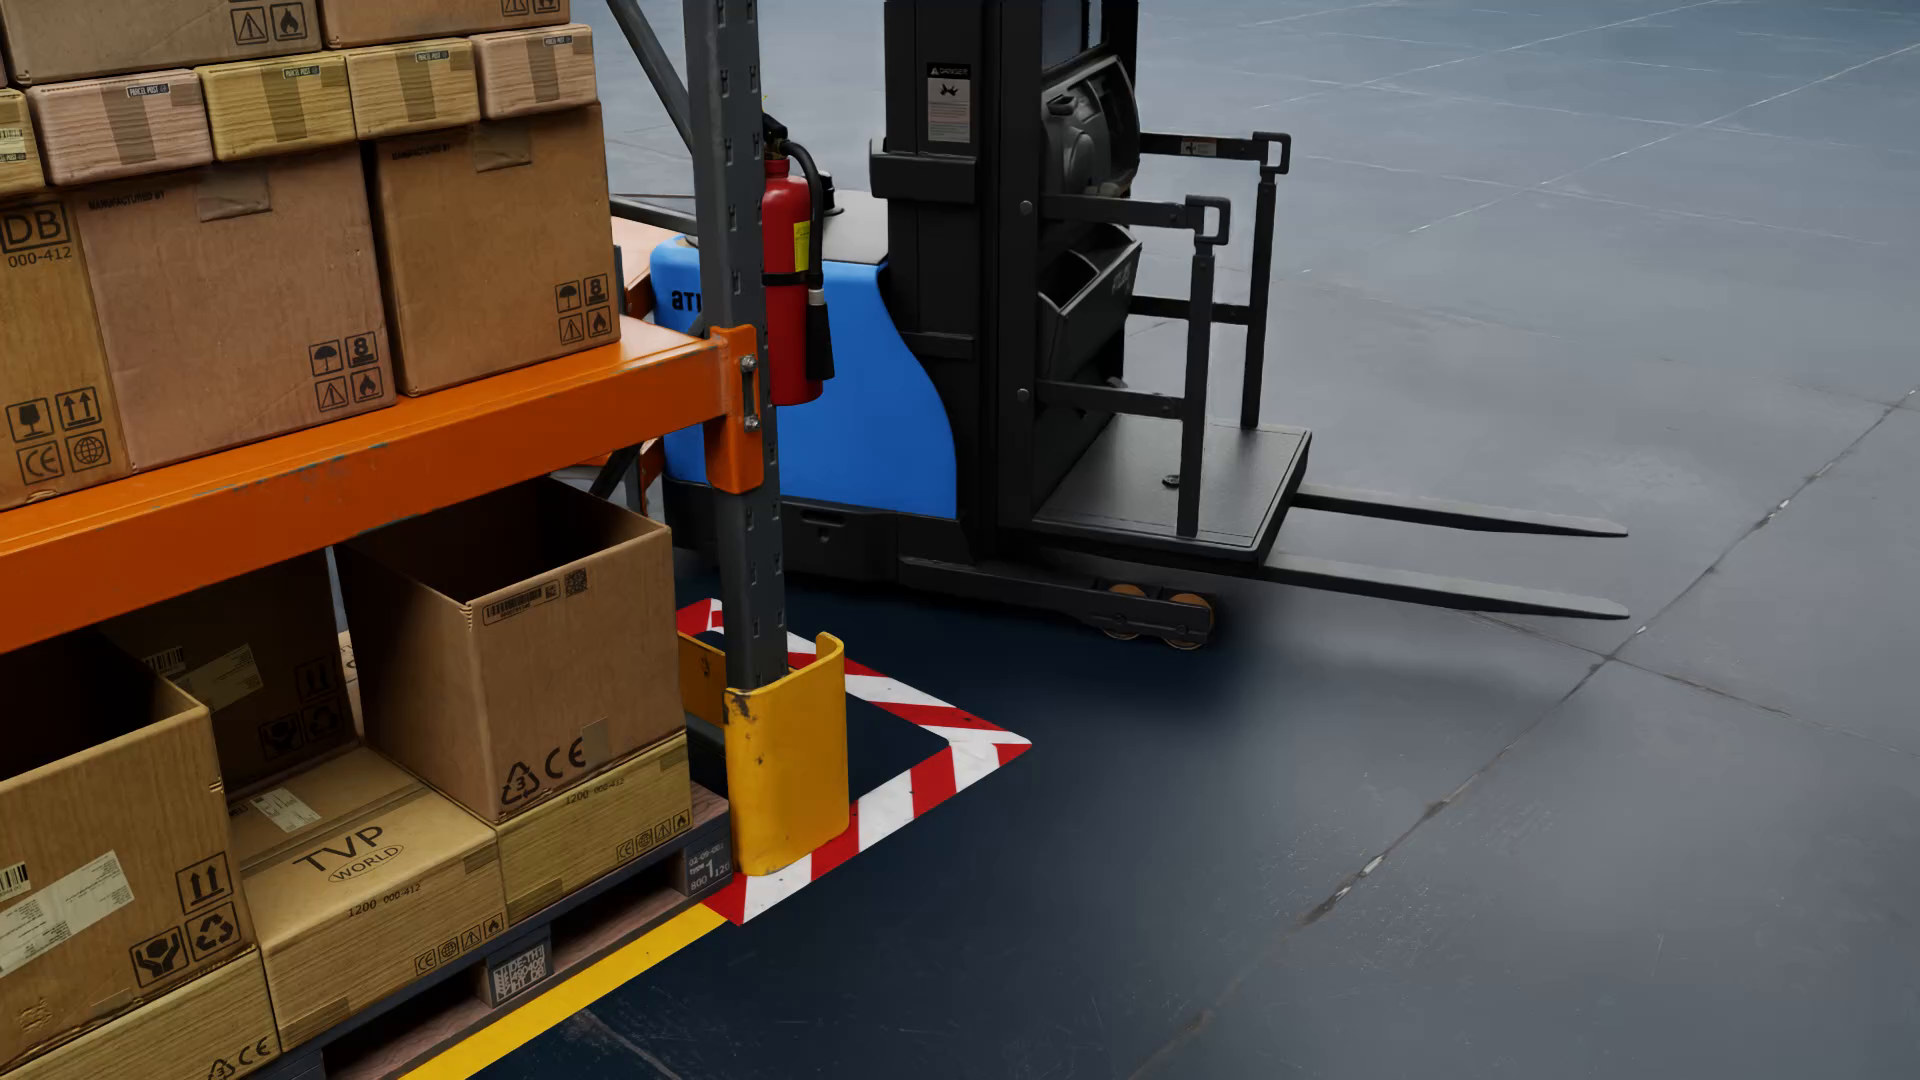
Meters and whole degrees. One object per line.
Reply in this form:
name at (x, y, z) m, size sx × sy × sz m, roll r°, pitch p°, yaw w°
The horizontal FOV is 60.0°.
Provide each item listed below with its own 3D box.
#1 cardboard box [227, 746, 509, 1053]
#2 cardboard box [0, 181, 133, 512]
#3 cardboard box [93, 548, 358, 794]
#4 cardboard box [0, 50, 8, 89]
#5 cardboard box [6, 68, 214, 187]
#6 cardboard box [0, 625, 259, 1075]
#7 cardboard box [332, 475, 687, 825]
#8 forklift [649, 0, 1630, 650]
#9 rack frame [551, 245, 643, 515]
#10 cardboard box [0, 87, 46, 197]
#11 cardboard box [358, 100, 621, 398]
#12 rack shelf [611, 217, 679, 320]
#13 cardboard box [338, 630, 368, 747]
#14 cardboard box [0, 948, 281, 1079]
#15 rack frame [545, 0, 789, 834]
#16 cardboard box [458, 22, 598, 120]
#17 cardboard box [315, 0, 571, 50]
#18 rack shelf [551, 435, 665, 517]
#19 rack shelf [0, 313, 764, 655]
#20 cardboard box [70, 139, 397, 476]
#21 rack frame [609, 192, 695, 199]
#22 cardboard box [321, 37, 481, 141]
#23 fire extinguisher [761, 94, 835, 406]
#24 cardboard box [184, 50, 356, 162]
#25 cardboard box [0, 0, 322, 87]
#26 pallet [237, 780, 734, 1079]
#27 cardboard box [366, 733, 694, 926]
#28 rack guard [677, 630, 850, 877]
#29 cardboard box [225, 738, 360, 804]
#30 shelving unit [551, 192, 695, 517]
cardboard box at (-1.278, 0.703, 3.364) m, size 0.500 × 0.250 × 0.500 m, roll 20°, pitch 31°, yaw 38°
cardboard box at (-1.819, -0.356, 2.755) m, size 0.700 × 0.500 × 0.500 m, roll 20°, pitch 31°, yaw 38°
cardboard box at (-1.672, 0.216, 3.532) m, size 0.500 × 0.500 × 0.500 m, roll 20°, pitch 31°, yaw 38°
cardboard box at (-1.855, -0.927, 2.444) m, size 0.700 × 0.500 × 0.500 m, roll 20°, pitch 31°, yaw 38°
cardboard box at (-1.443, -0.699, 2.728) m, size 0.380 × 0.149 × 0.250 m, roll 21°, pitch 31°, yaw 38°
cardboard box at (-1.609, 0.514, 2.868) m, size 0.500 × 0.500 × 0.500 m, roll 20°, pitch 31°, yaw 38°
cardboard box at (-0.952, 0.205, 3.557) m, size 0.500 × 0.500 × 0.500 m, roll 20°, pitch 31°, yaw 38°
forklift at (0.586, -1.251, 4.958) m, size 3.031 × 2.935 × 1.130 m, roll 8°, pitch 25°, yaw 18°
rack frame at (-1.262, -0.375, 5.211) m, size 0.500 × 1.125 × 0.032 m, roll 3°, pitch 24°, yaw 7°
cardboard box at (-1.618, -0.619, 2.549) m, size 0.380 × 0.149 × 0.250 m, roll 21°, pitch 32°, yaw 39°
cardboard box at (-1.137, -0.667, 3.449) m, size 0.700 × 0.500 × 0.500 m, roll 20°, pitch 31°, yaw 38°
rack shelf at (-1.194, -0.848, 5.551) m, size 0.538 × 0.278 × 1.000 m, roll 3°, pitch 24°, yaw 7°
cardboard box at (-1.339, 0.406, 4.027) m, size 0.500 × 0.250 × 0.500 m, roll 20°, pitch 31°, yaw 38°
cardboard box at (-1.611, 0.855, 3.023) m, size 0.500 × 0.250 × 0.500 m, roll 20°, pitch 31°, yaw 38°
rack frame at (-0.816, -0.760, 3.779) m, size 1.000 × 3.000 × 0.127 m, roll 20°, pitch 31°, yaw 38°
cardboard box at (-0.929, -0.933, 3.250) m, size 0.380 × 0.149 × 0.250 m, roll 20°, pitch 31°, yaw 37°
cardboard box at (-1.172, -1.243, 3.148) m, size 0.700 × 0.500 × 0.500 m, roll 20°, pitch 31°, yaw 38°
rack shelf at (-1.194, -0.358, 5.771) m, size 0.538 × 0.278 × 1.000 m, roll 3°, pitch 24°, yaw 7°
rack shelf at (-2.151, 0.177, 2.567) m, size 1.077 × 0.370 × 4.000 m, roll 20°, pitch 31°, yaw 38°
cardboard box at (-1.484, -0.506, 3.089) m, size 0.700 × 0.500 × 0.500 m, roll 21°, pitch 32°, yaw 39°
rack frame at (-1.127, -0.787, 6.131) m, size 0.500 × 1.125 × 0.032 m, roll 3°, pitch 24°, yaw 7°
cardboard box at (-1.103, -0.853, 3.071) m, size 0.380 × 0.149 × 0.250 m, roll 21°, pitch 32°, yaw 39°
fire extinguisher at (-0.391, -0.634, 3.592) m, size 0.296 × 0.674 × 0.183 m, roll 20°, pitch 31°, yaw 38°
cardboard box at (-1.273, -0.775, 2.898) m, size 0.380 × 0.149 × 0.250 m, roll 20°, pitch 31°, yaw 37°
cardboard box at (-1.519, -1.081, 2.787) m, size 0.700 × 0.500 × 0.500 m, roll 19°, pitch 30°, yaw 36°
pallet at (-1.295, 0.757, 3.804) m, size 1.003 × 0.211 × 1.213 m, roll 20°, pitch 31°, yaw 38°
cardboard box at (-0.954, 0.547, 3.711) m, size 0.500 × 0.250 × 0.500 m, roll 20°, pitch 31°, yaw 38°
rack guard at (-0.800, 0.373, 4.307) m, size 1.175 × 0.500 × 0.348 m, roll 20°, pitch 31°, yaw 38°
cardboard box at (-1.670, 0.559, 3.685) m, size 0.500 × 0.250 × 0.500 m, roll 20°, pitch 31°, yaw 38°
shelving unit at (-1.194, -0.581, 5.671) m, size 0.538 × 1.125 × 1.048 m, roll 3°, pitch 24°, yaw 7°
